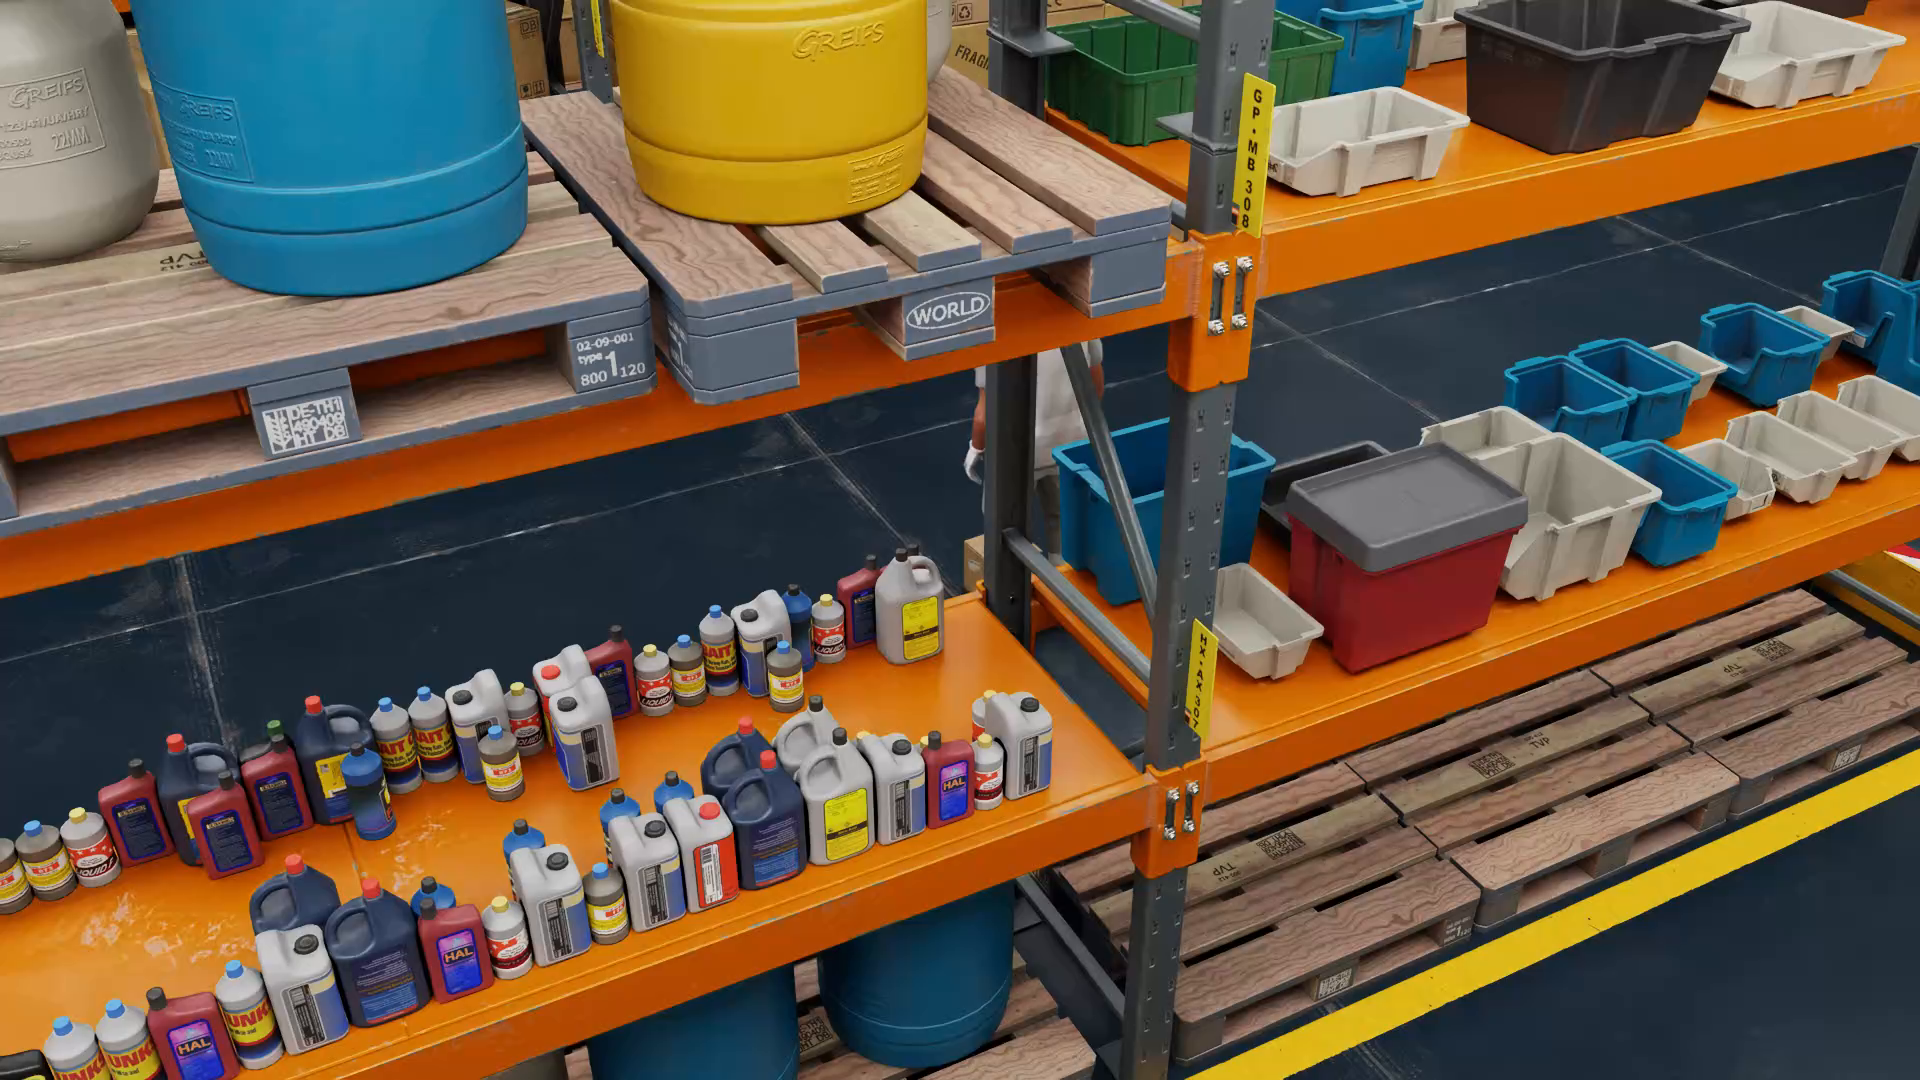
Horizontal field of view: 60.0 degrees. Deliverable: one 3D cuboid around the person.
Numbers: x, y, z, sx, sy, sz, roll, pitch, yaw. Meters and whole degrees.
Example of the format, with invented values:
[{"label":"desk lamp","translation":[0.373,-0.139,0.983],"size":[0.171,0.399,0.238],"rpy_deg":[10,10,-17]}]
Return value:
[{"label":"person","translation":[0.299,-0.402,6.752],"size":[0.609,1.777,0.449],"rpy_deg":[-16,36,-23]}]
